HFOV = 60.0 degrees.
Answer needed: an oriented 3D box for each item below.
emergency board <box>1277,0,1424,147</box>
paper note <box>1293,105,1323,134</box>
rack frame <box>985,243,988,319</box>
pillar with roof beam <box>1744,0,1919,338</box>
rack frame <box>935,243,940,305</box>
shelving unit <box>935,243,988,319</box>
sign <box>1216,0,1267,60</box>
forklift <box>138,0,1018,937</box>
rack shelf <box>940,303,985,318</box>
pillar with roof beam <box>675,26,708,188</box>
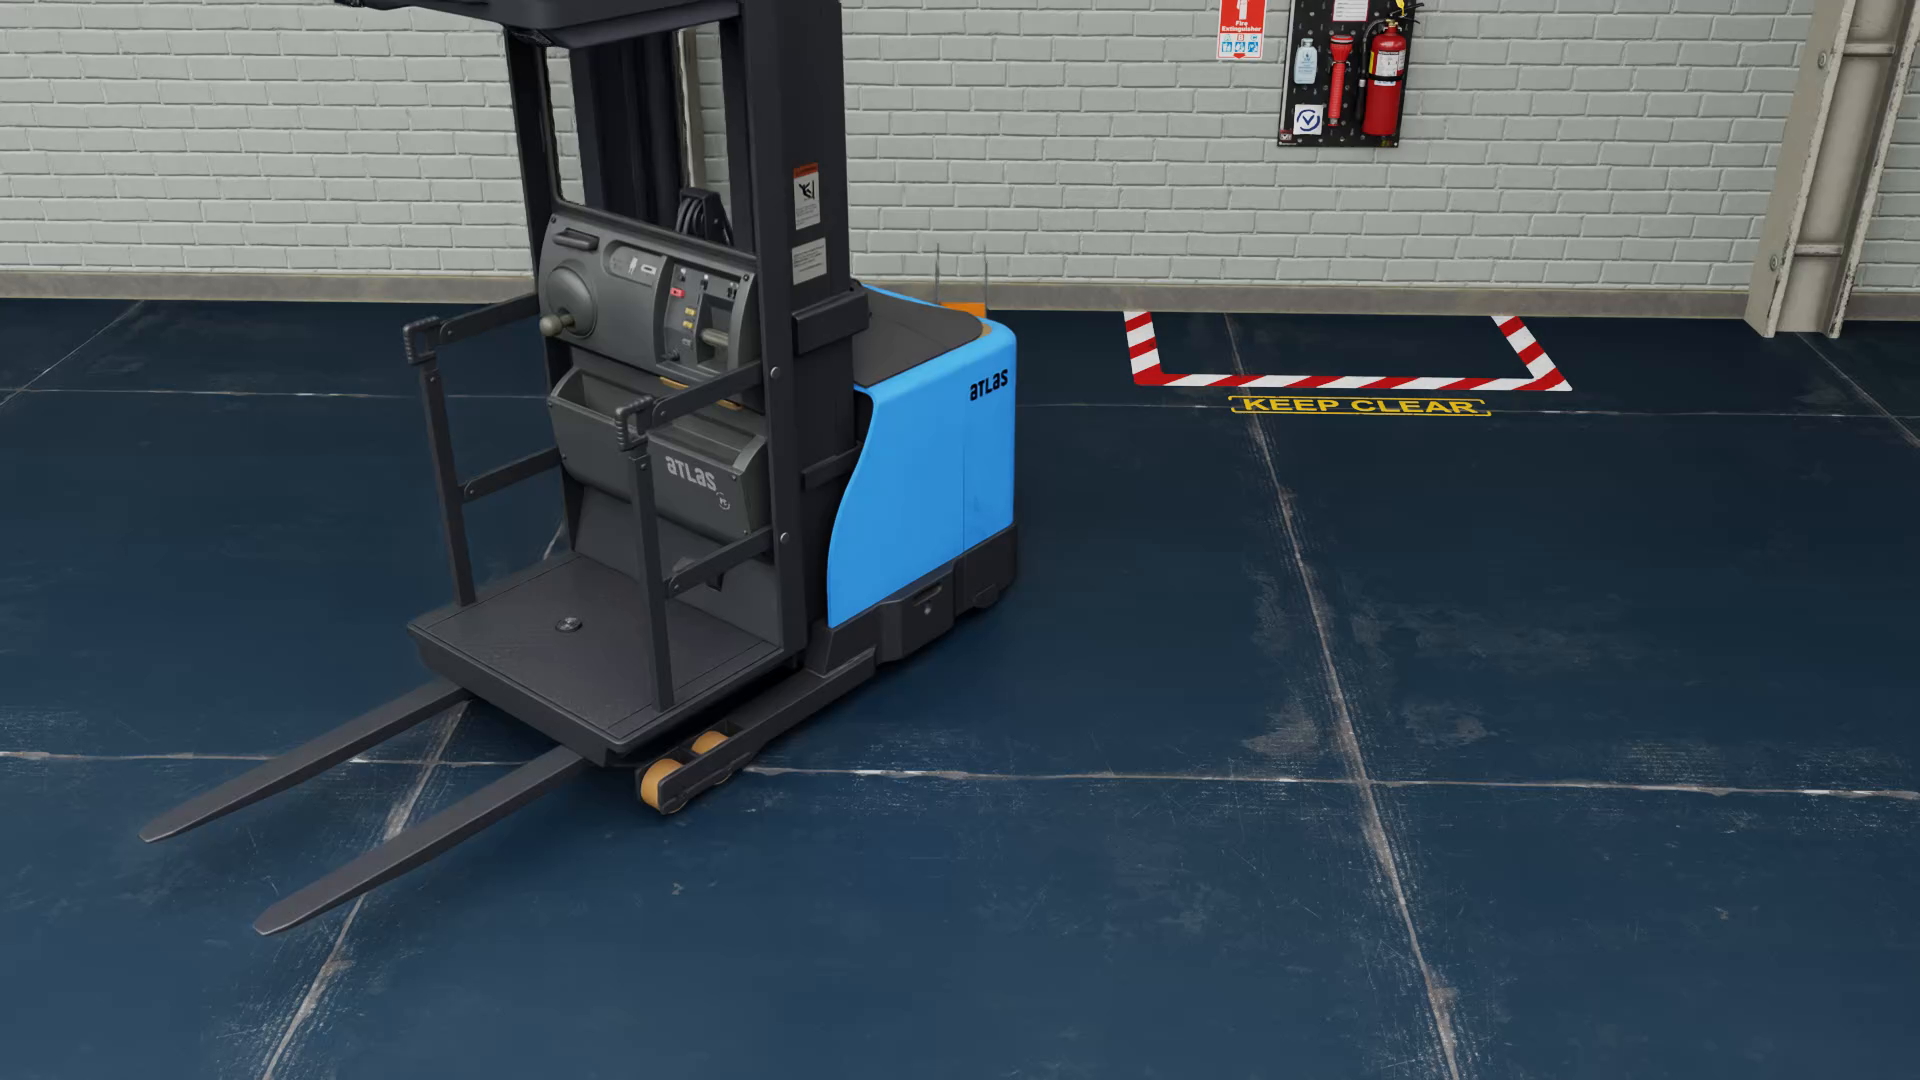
[{"bbox_3d":[1.972,-2.523,8.306,0.643,1.169,0.194,1,28,2],"label":"emergency board"},{"bbox_3d":[1.797,-2.169,8.579,0.142,0.148,0.016,1,28,2],"label":"paper note"},{"bbox_3d":[0.098,-0.542,6.491,0.006,1.200,0.240,1,28,1],"label":"rack frame"},{"bbox_3d":[4.288,-3.099,2.989,0.400,9.000,9.100,1,28,2],"label":"pillar with roof beam"},{"bbox_3d":[-0.084,-0.544,6.496,0.006,1.200,0.240,1,28,1],"label":"rack frame"},{"bbox_3d":[0.007,-0.543,6.493,0.189,1.200,0.258,1,28,1],"label":"shelving unit"},{"bbox_3d":[1.423,-2.596,8.406,0.234,0.329,0.001,1,28,2],"label":"sign"},{"bbox_3d":[-1.109,-0.714,4.967,1.130,2.935,3.031,21,34,34],"label":"forklift"},{"bbox_3d":[0.007,-0.822,6.346,0.180,0.103,0.258,1,28,1],"label":"rack shelf"},{"bbox_3d":[-1.708,-3.199,3.176,0.400,9.000,9.100,1,28,2],"label":"pillar with roof beam"}]
